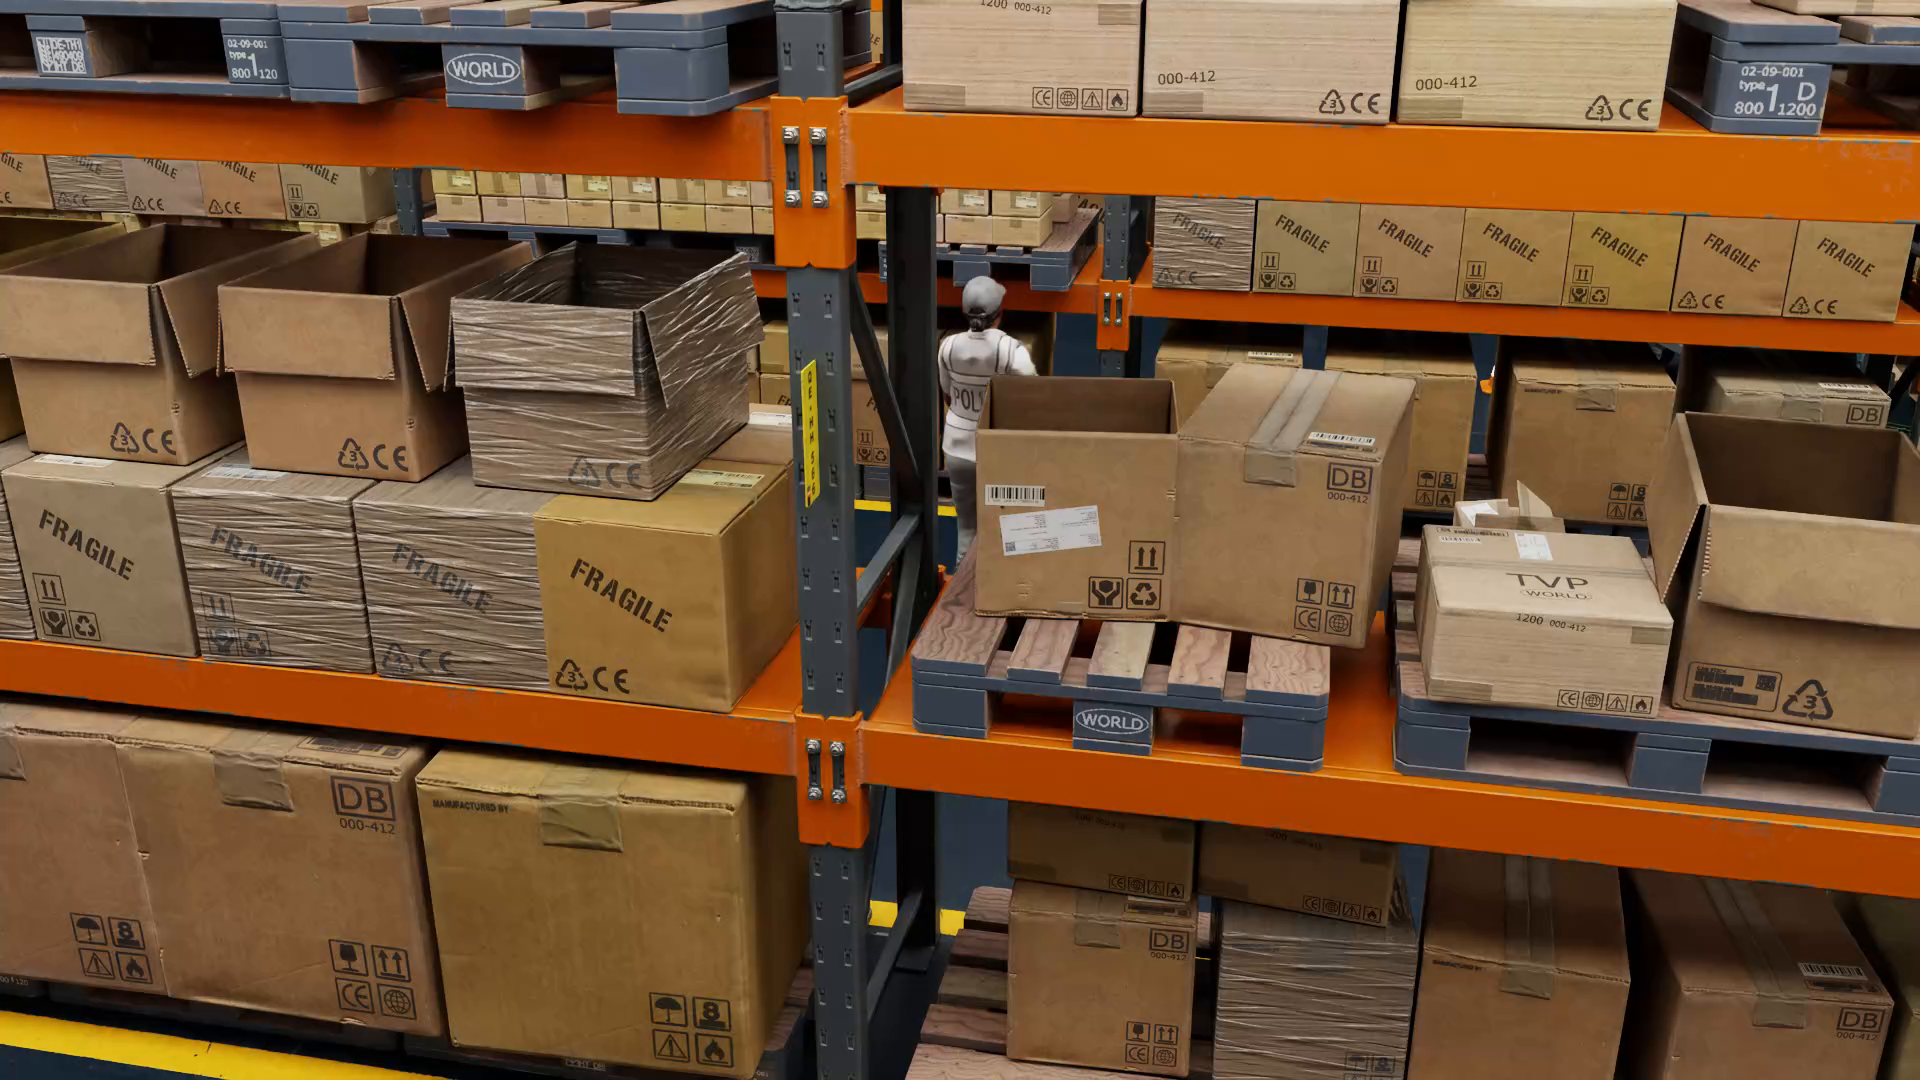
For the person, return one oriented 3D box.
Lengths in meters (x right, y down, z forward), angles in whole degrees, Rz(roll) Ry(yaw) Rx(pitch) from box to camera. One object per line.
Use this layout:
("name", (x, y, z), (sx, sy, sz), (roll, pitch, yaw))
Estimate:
("person", (0.173, -0.391, 7.558), (0.501, 1.671, 0.483), (10, 24, 24))
